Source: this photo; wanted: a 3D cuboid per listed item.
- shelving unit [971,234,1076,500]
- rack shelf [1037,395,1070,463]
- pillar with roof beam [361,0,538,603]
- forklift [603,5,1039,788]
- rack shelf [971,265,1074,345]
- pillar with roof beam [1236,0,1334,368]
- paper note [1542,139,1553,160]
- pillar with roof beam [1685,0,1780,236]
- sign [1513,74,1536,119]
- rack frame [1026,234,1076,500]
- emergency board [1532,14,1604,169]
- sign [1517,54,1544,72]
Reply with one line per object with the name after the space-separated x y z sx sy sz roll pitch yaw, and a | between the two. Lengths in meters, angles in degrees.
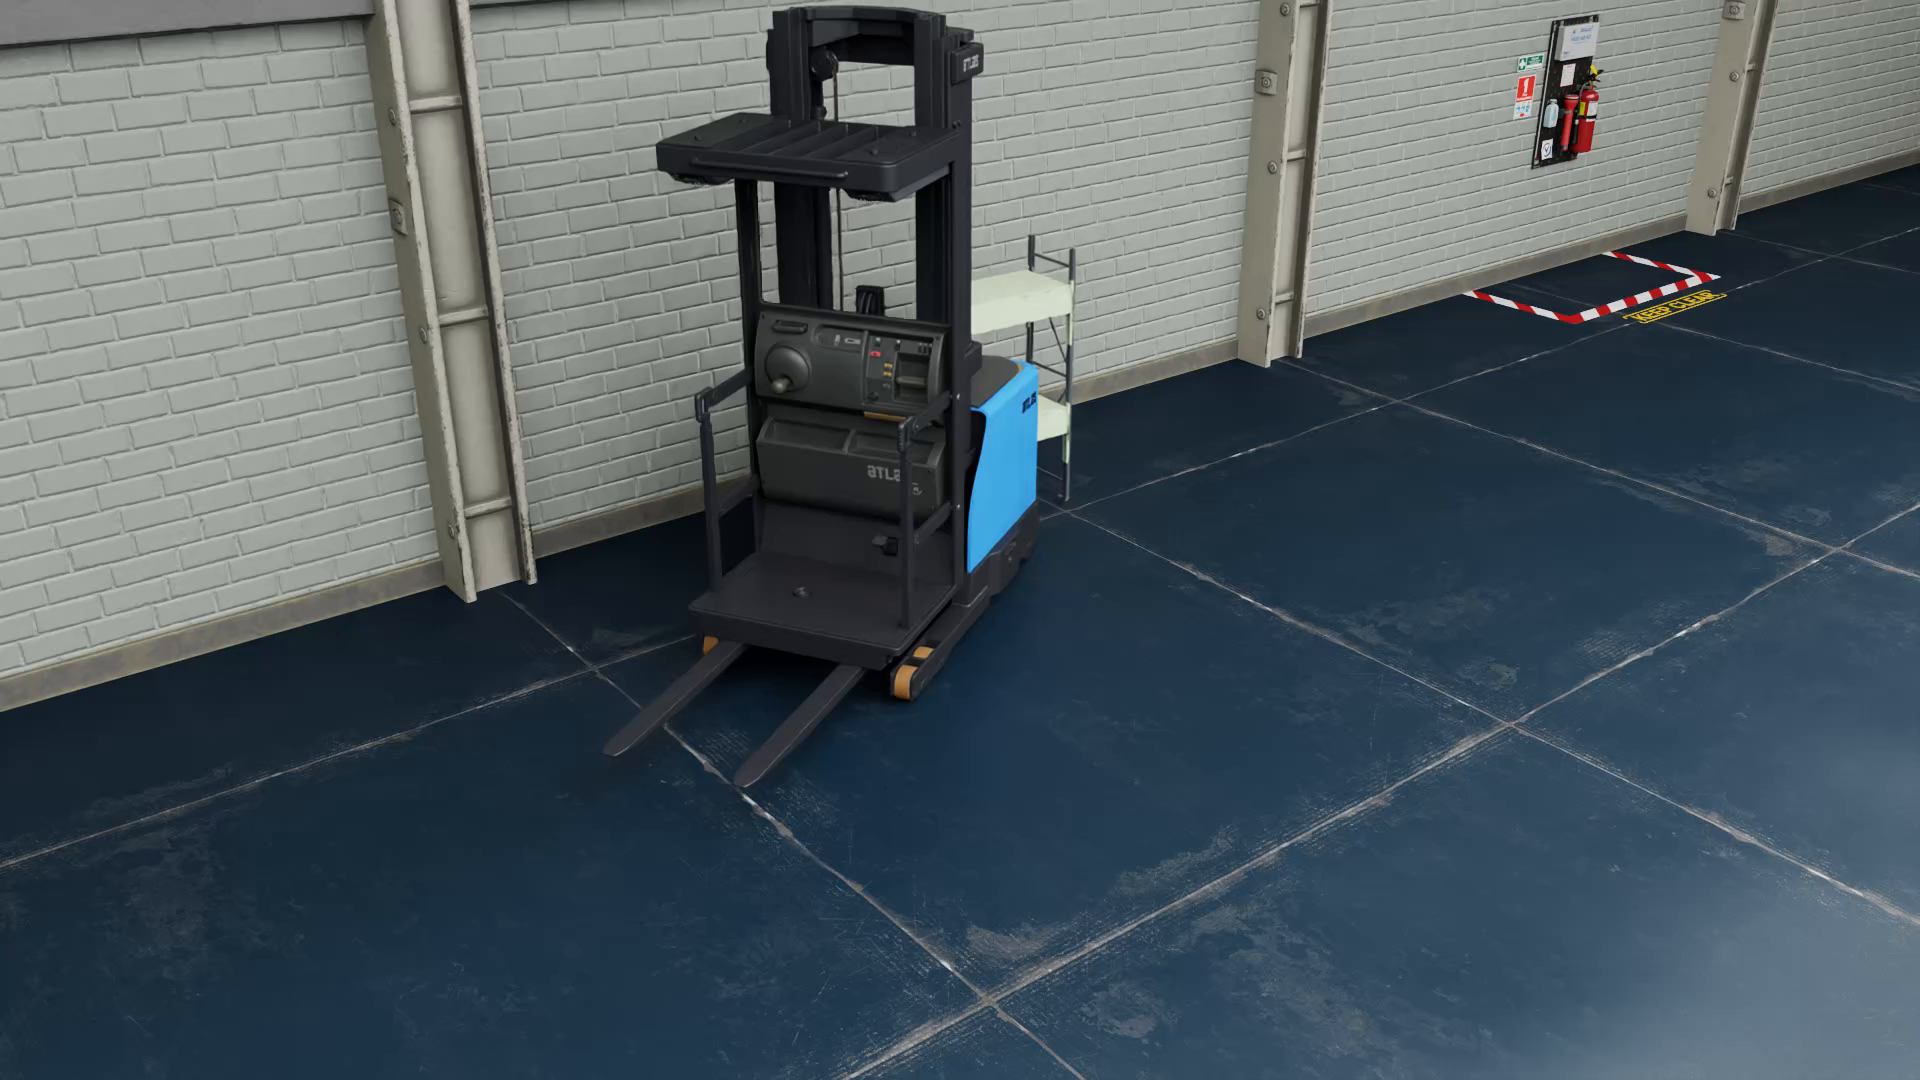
0.217 -0.892 9.390 0.755 1.500 0.431 -17 30 -32 | shelving unit
0.217 -0.596 9.527 0.720 0.370 0.431 -17 30 -32 | rack shelf
0.181 -2.433 3.804 0.400 9.000 9.100 -18 31 -34 | pillar with roof beam
-0.595 -0.789 7.468 1.130 2.935 3.031 10 27 20 | forklift
0.217 -1.246 9.226 0.720 0.370 0.431 -17 30 -32 | rack shelf
4.903 -3.992 7.162 0.400 9.000 9.100 -18 31 -34 | pillar with roof beam
4.818 -3.204 13.636 0.142 0.148 0.016 -18 31 -34 | paper note
9.624 -5.551 10.520 0.400 9.000 9.100 -18 31 -34 | pillar with roof beam
4.501 -3.533 13.257 0.234 0.329 0.001 -18 31 -34 | sign
0.513 -0.982 9.585 0.023 1.500 0.400 -17 30 -32 | rack frame
5.000 -3.626 13.500 0.643 1.169 0.194 -18 31 -34 | emergency board
4.510 -3.772 13.142 0.331 0.109 0.001 -18 31 -34 | sign
